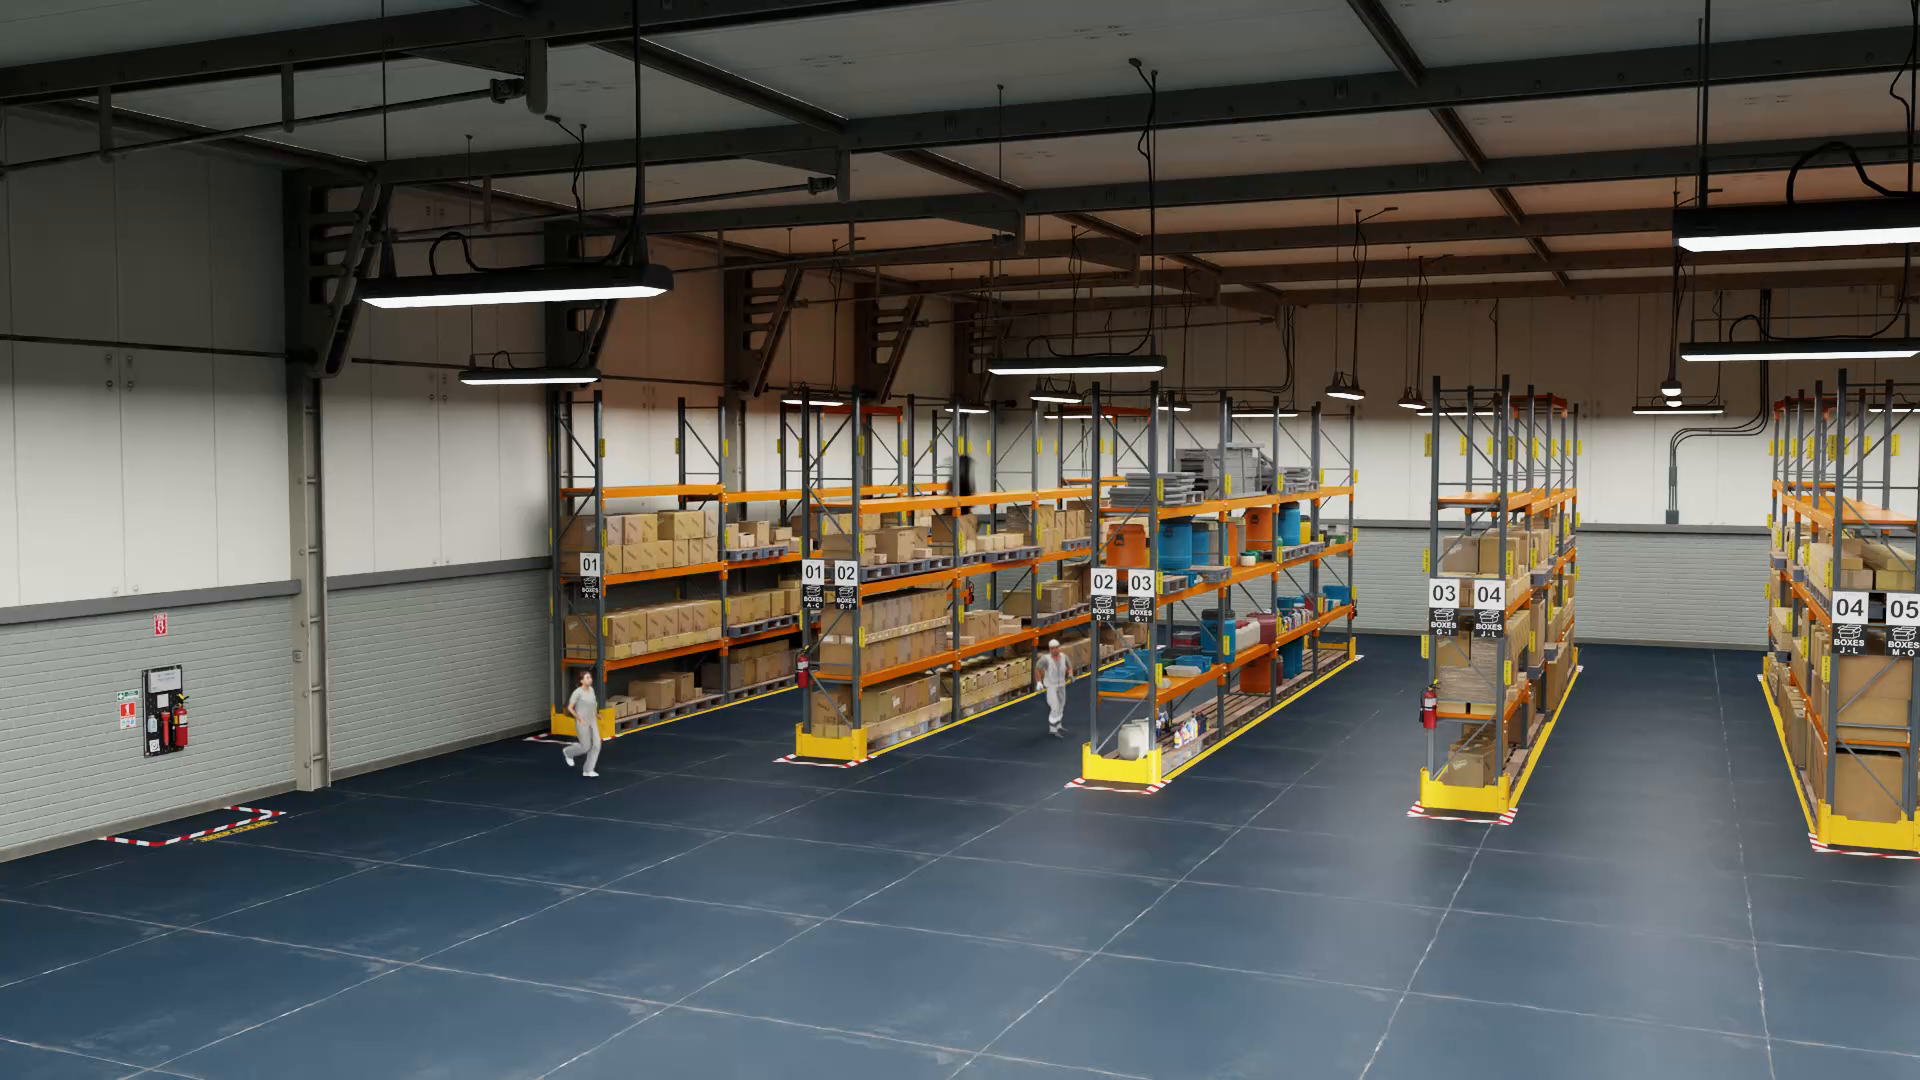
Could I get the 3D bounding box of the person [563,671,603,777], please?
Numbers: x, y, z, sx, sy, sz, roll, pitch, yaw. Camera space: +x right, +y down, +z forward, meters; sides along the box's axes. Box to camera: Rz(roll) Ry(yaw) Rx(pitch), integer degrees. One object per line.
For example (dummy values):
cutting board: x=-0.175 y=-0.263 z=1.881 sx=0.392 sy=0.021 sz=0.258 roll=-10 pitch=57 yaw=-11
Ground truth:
person: x=-5.762 y=2.794 z=25.385 sx=0.695 sy=1.622 sz=0.573 roll=2 pitch=4 yaw=35

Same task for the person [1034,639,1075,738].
person: x=1.679 y=2.572 z=28.905 sx=0.675 sy=1.737 sz=0.811 roll=-2 pitch=4 yaw=-27
